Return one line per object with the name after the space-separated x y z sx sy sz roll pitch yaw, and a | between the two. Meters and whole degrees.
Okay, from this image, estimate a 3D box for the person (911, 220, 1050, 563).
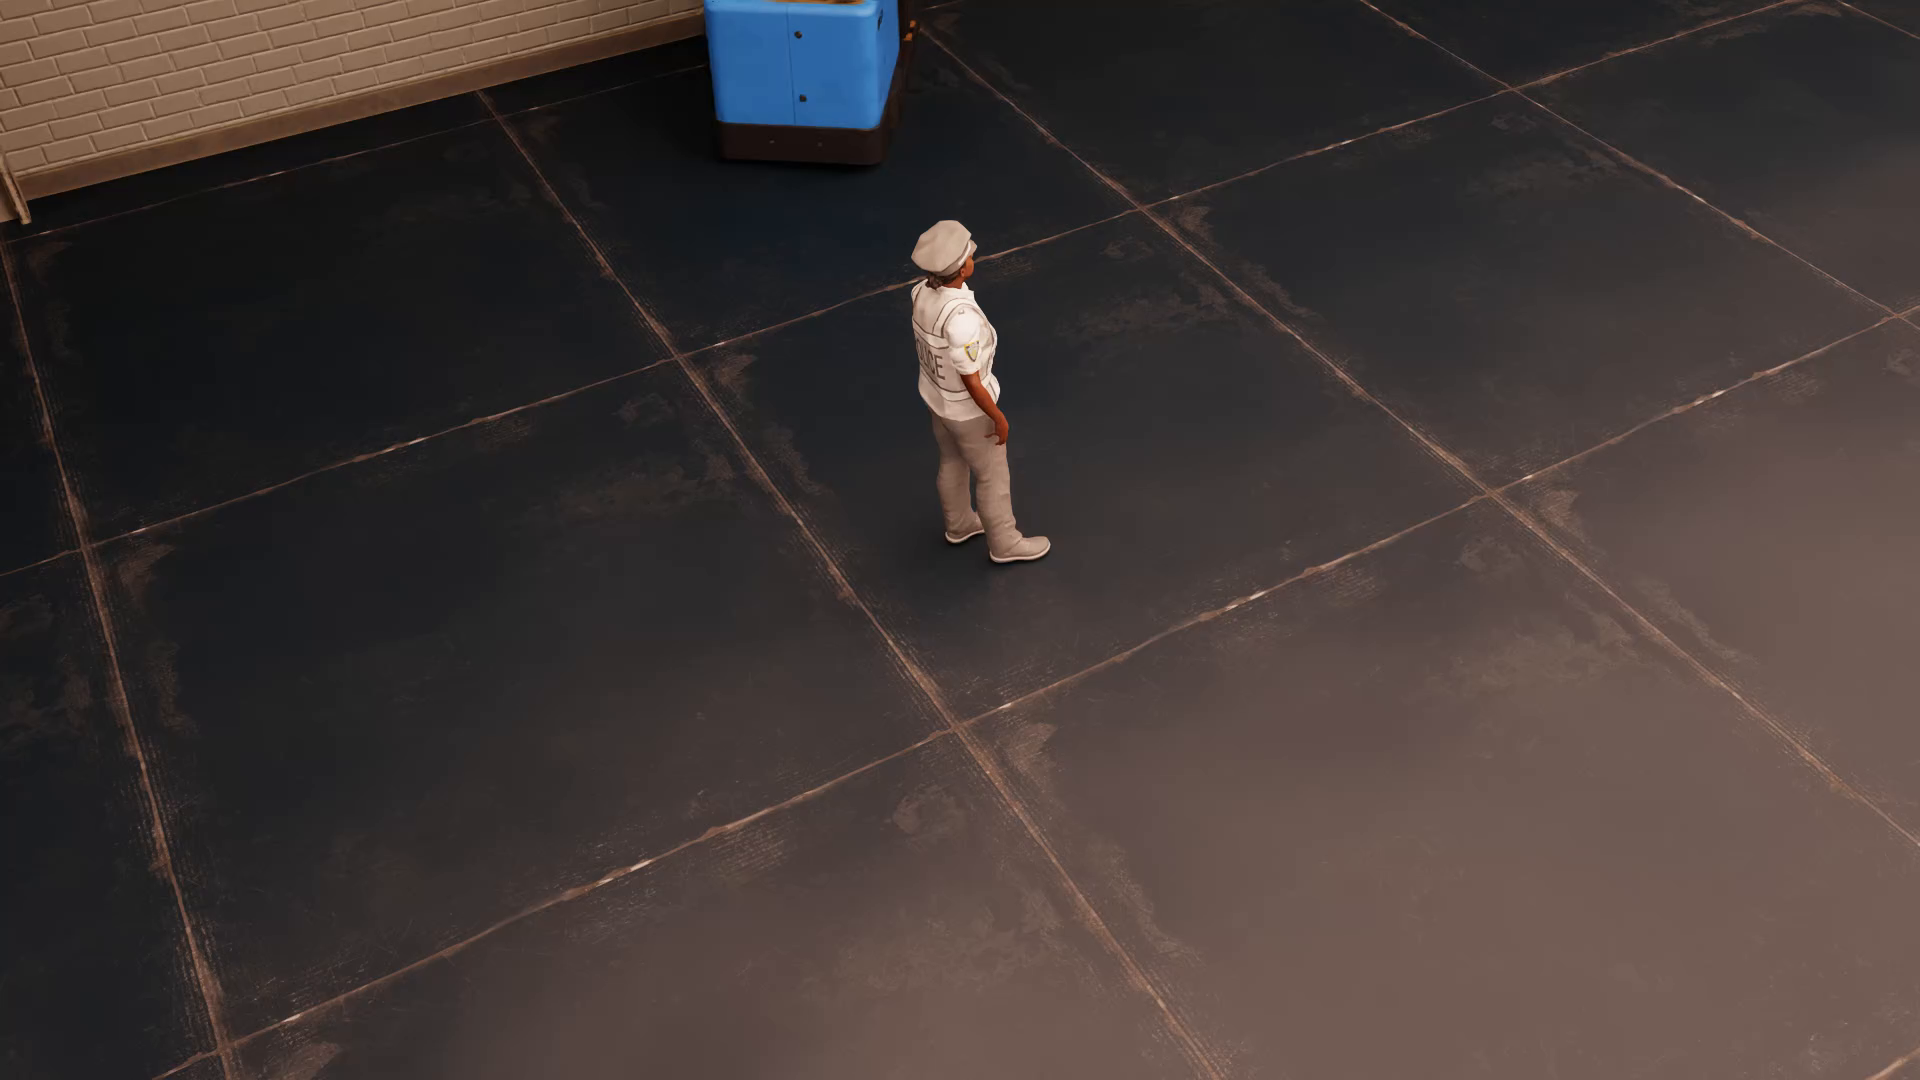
0.075 -0.640 7.287 0.530 1.694 0.569 -21 47 -21 | person

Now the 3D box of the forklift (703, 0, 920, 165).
-0.866 -4.381 10.422 1.130 2.935 3.031 3 43 4 | forklift
